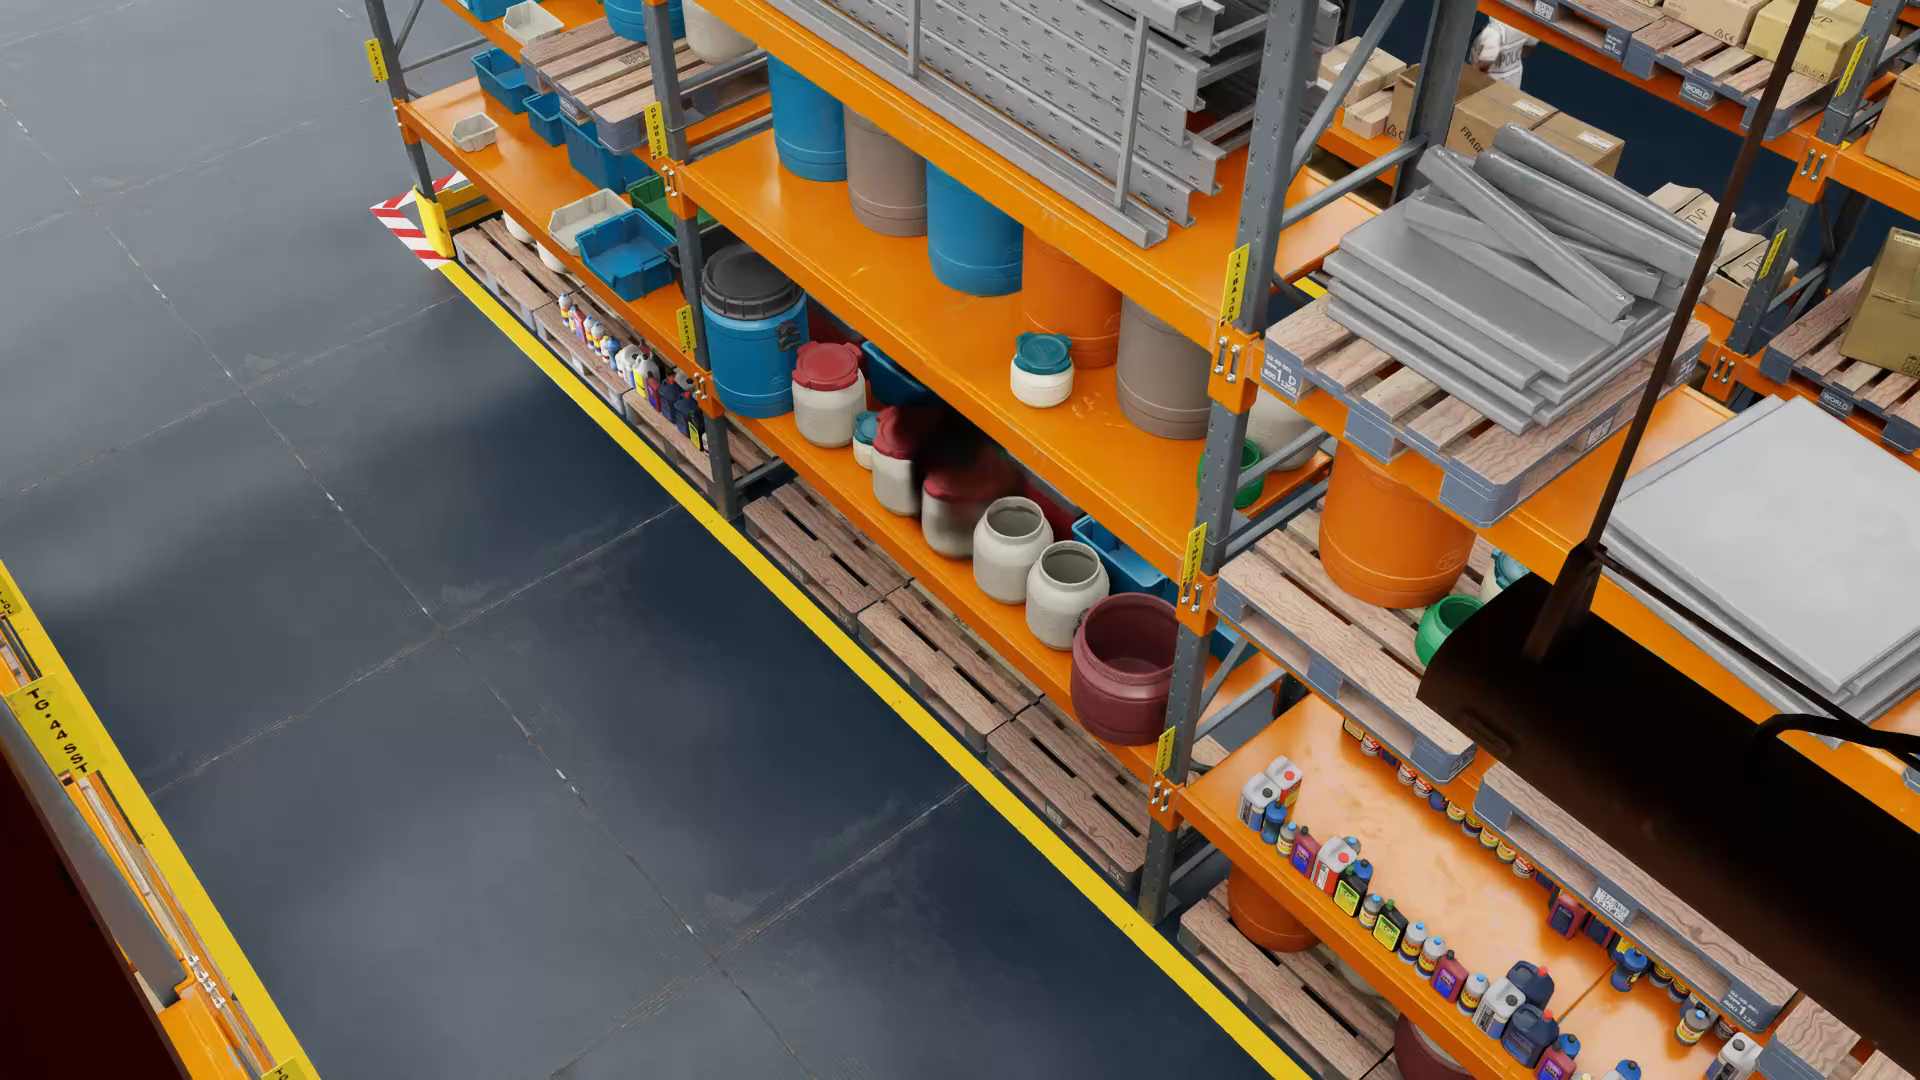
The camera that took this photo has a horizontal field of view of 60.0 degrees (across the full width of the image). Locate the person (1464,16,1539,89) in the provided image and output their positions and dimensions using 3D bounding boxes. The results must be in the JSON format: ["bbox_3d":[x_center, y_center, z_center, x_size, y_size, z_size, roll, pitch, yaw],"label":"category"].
[{"bbox_3d":[4.247,-3.596,13.206,0.659,1.764,0.659,-30,54,-26],"label":"person"}]
